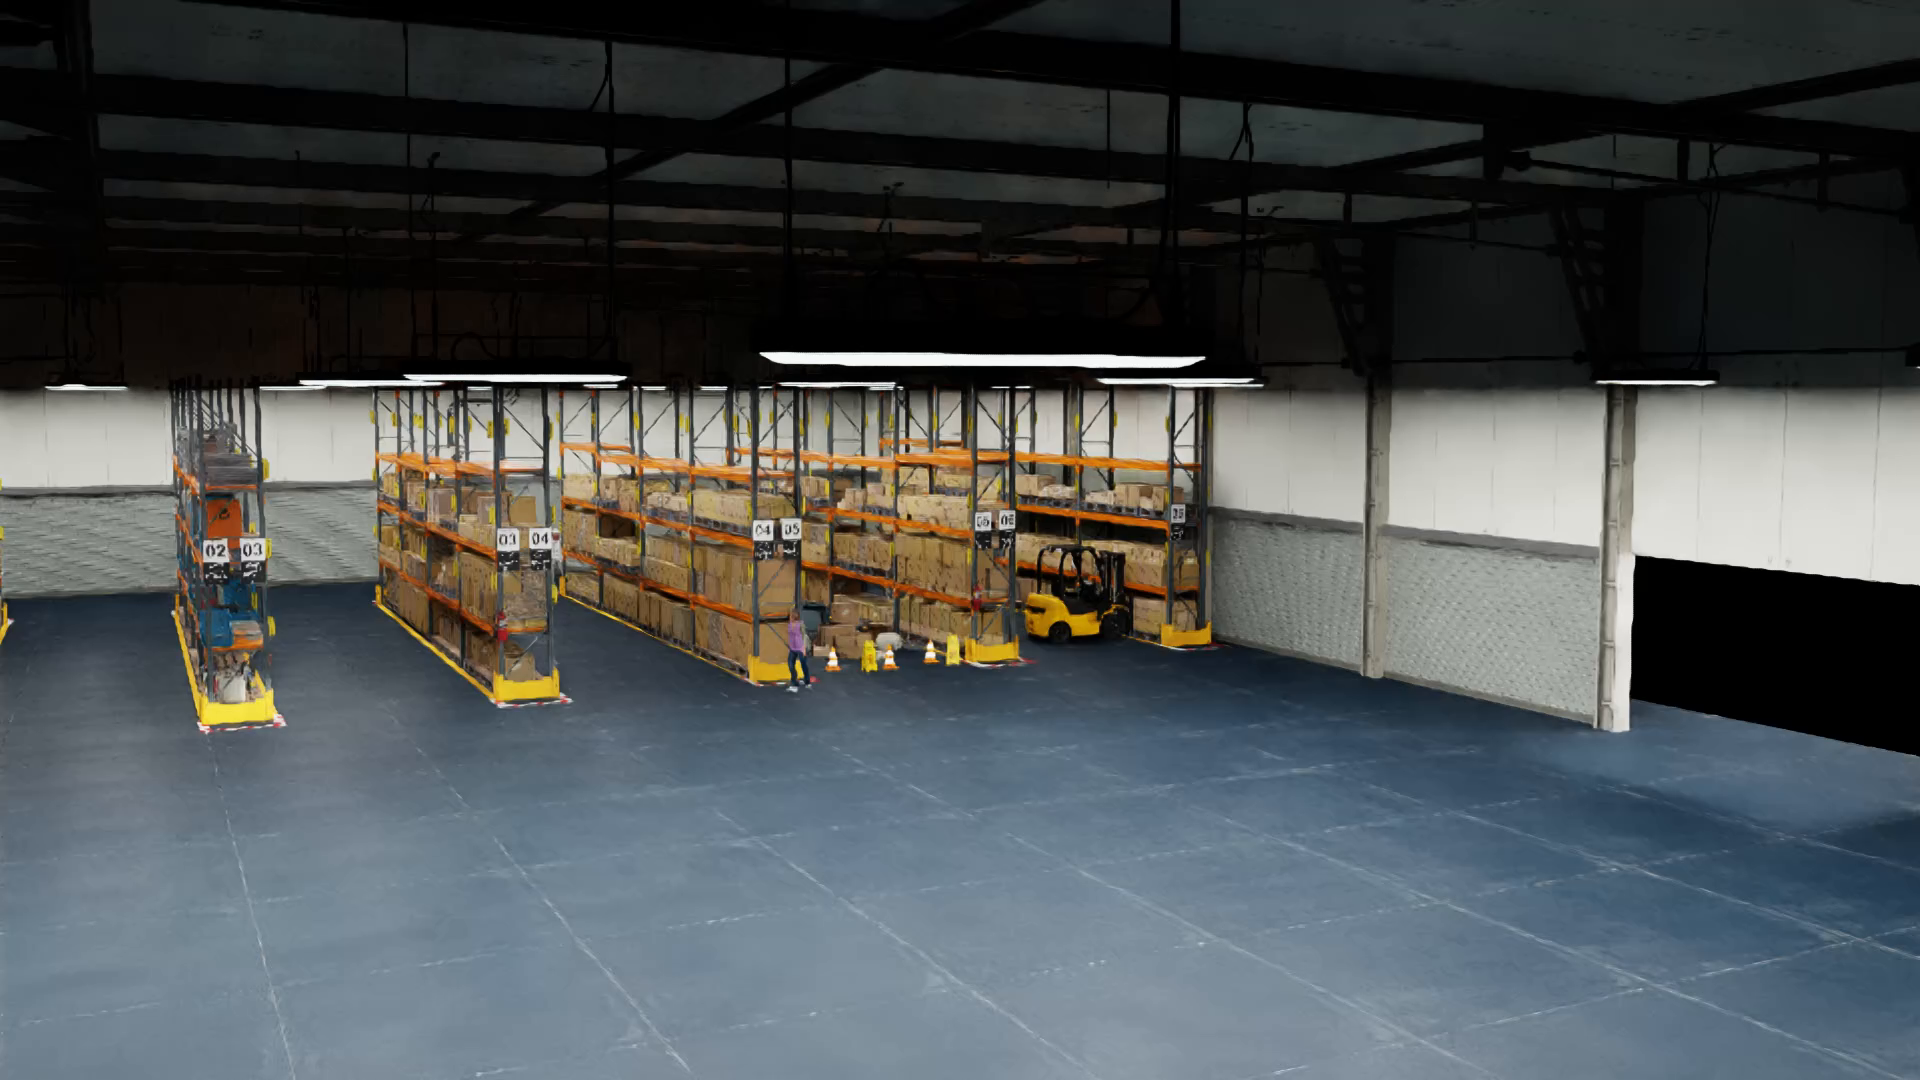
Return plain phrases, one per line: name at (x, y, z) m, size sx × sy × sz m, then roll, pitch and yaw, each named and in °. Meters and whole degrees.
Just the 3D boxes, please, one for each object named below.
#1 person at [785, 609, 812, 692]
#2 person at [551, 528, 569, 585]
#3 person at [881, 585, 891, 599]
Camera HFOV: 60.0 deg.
person at (-3.091, 2.101, 31.914) m, size 0.470 × 1.589 × 0.519 m, roll 3°, pitch 6°, yaw 30°
person at (-11.714, 0.542, 48.237) m, size 0.627 × 1.769 × 0.688 m, roll 3°, pitch 6°, yaw 27°
person at (-2.076, 0.885, 44.916) m, size 0.457 × 1.677 × 0.525 m, roll 0°, pitch 5°, yaw 3°
